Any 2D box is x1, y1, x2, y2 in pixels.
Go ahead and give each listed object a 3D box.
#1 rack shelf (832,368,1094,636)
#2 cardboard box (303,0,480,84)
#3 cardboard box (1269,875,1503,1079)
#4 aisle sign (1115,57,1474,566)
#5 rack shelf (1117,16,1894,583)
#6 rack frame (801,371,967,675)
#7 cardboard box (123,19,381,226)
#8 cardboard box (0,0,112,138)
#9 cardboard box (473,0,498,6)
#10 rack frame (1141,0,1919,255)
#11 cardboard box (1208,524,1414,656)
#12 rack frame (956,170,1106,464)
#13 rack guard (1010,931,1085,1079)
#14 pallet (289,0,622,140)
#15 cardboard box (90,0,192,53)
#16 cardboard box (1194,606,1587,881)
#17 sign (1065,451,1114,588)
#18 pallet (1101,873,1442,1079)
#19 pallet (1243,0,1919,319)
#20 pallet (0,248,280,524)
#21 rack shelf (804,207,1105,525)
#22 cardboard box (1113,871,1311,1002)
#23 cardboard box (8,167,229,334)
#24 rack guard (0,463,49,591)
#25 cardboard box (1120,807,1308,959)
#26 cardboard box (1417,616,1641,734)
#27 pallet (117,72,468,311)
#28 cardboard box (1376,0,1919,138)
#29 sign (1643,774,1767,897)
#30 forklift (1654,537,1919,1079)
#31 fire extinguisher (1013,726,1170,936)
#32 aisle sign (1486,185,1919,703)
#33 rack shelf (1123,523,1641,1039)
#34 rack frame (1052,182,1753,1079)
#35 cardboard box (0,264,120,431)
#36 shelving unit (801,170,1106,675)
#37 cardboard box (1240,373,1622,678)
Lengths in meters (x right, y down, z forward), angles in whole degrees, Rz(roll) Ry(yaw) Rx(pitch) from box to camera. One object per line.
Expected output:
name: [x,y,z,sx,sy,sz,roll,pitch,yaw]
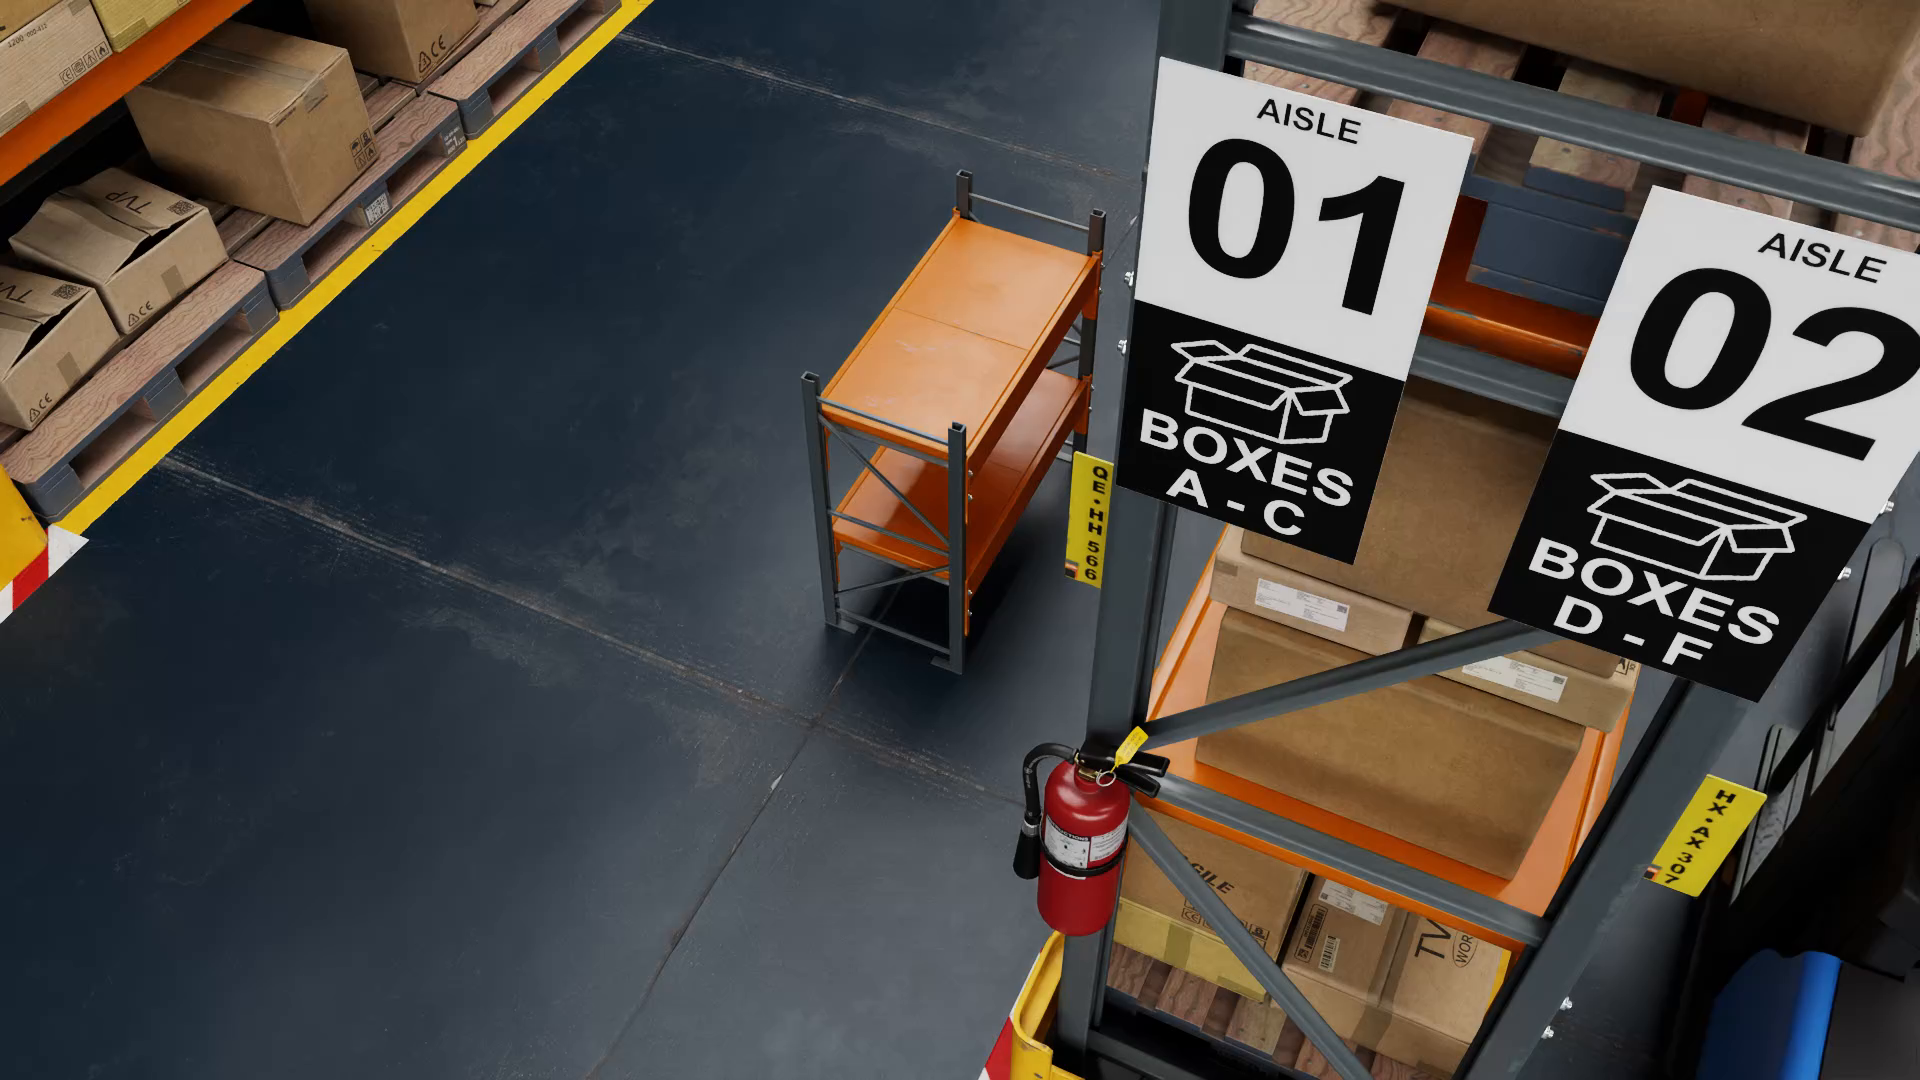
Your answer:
rack shelf: [0.003,-0.211,5.512,0.538,0.278,1.000,20,52,16]
cardboard box: [-2.458,-2.356,7.138,0.500,0.500,0.500,16,52,13]
cardboard box: [1.151,1.070,4.400,0.500,0.250,0.500,20,52,16]
aisle sign: [0.427,-0.281,2.312,0.394,0.787,0.004,20,52,16]
rack shelf: [1.575,-1.504,3.563,1.077,0.370,4.000,20,52,16]
rack frame: [-0.214,-0.019,5.028,0.500,1.125,0.032,20,52,16]
cardboard box: [-2.780,-1.658,6.544,0.700,0.500,0.500,17,52,14]
cardboard box: [-3.055,-1.550,5.185,0.500,0.250,0.500,18,52,15]
cardboard box: [-2.252,-2.598,7.562,0.380,0.166,0.250,14,51,11]
rack frame: [0.721,-1.332,0.975,1.000,3.000,0.127,20,52,16]
cardboard box: [0.712,0.044,3.251,0.380,0.149,0.250,19,52,15]
rack frame: [0.220,-0.719,5.623,0.500,1.125,0.032,20,52,16]
rack guard: [0.711,1.439,4.198,1.175,0.500,0.348,20,52,16]
pallet: [-2.306,-2.374,7.631,1.003,0.211,1.213,20,52,16]
cardboard box: [-2.832,-1.899,5.482,0.500,0.250,0.500,19,52,16]
cardboard box: [0.932,0.262,3.492,0.700,0.500,0.500,20,52,16]
sign: [0.236,-0.026,2.887,0.100,0.325,0.005,20,52,16]
pallet: [1.010,0.975,4.781,1.003,0.211,1.213,20,52,16]
pallet: [1.046,-0.810,2.558,1.003,0.211,1.213,20,52,16]
pallet: [-3.348,-0.694,6.202,1.003,0.211,1.213,20,52,16]
rack shelf: [0.003,-0.559,5.103,0.538,0.278,1.000,20,52,16]
cardboard box: [0.683,0.902,4.543,0.500,0.250,0.500,20,52,16]
cardboard box: [-3.139,-1.108,6.200,0.500,0.311,0.500,24,54,19]
rack guard: [-3.727,-0.239,5.626,1.175,0.500,0.348,20,52,16]
cardboard box: [0.681,0.658,4.258,0.500,0.500,0.500,20,52,16]
cardboard box: [1.083,0.169,3.145,0.380,0.149,0.250,19,52,16]
pallet: [-2.826,-1.531,6.914,1.003,0.211,1.213,20,52,16]
cardboard box: [0.970,-0.969,2.200,0.797,0.503,0.637,23,53,18]
sign: [1.220,0.490,2.743,0.100,0.325,0.005,20,52,16]
forklift: [2.624,0.322,3.552,1.130,2.935,3.031,22,53,17]
fire extinguisher: [0.250,0.567,3.349,0.296,0.674,0.183,20,52,16]
aisle sign: [0.970,-0.086,2.146,0.394,0.787,0.004,20,52,16]
rack shelf: [1.575,-0.532,4.706,1.077,0.370,4.000,20,52,16]
rack frame: [0.721,0.612,3.260,1.000,3.000,0.127,20,52,16]
cardboard box: [-3.383,-0.716,5.866,0.500,0.311,0.500,14,51,12]
shelving unit: [0.003,-0.369,5.326,0.538,1.125,1.048,20,52,16]
cardboard box: [0.955,-0.195,3.029,0.700,0.500,0.500,20,52,16]
